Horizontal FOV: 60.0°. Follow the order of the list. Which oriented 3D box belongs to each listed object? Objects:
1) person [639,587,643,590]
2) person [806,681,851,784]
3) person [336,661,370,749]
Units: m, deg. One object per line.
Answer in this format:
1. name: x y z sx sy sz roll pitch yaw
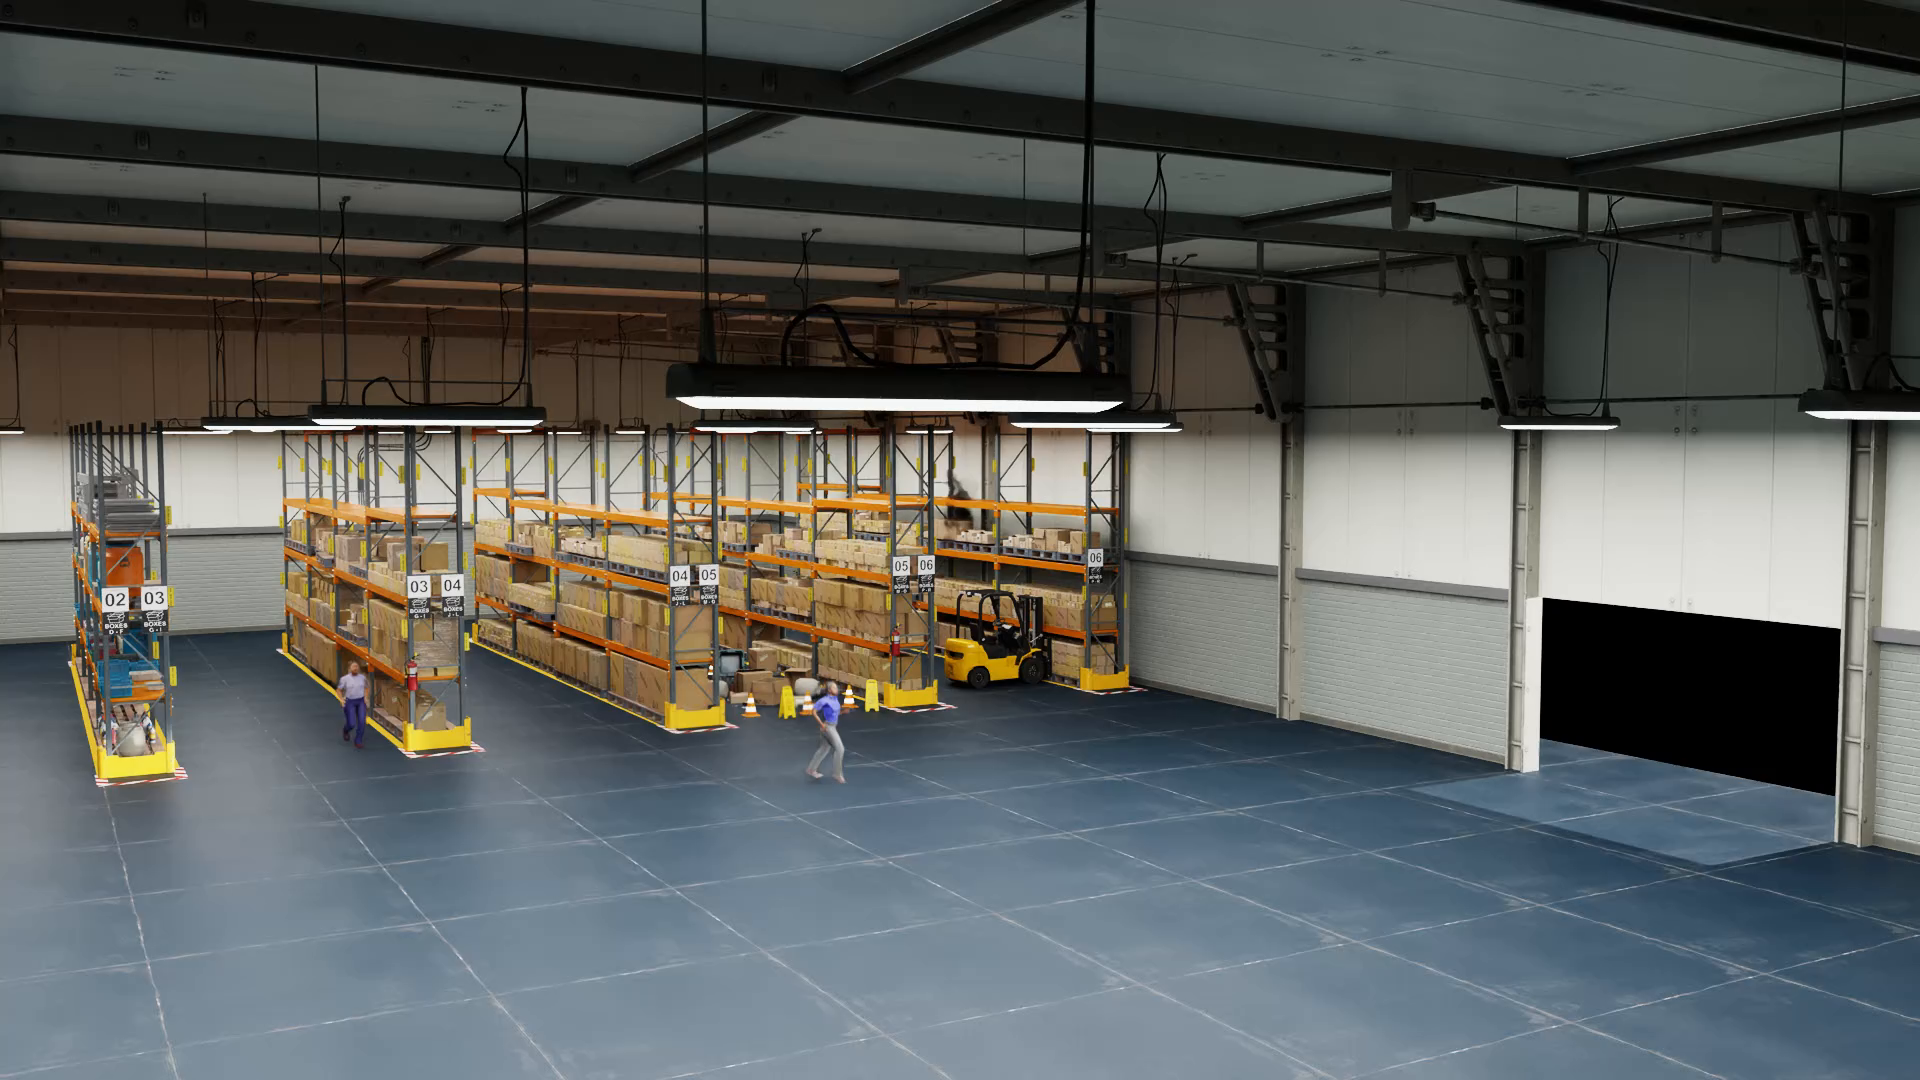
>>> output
1. person: -9.554 1.743 50.535 0.871 1.726 0.774 0 4 -5
2. person: -2.195 3.202 27.658 0.766 1.724 0.549 0 4 8
3. person: -11.151 3.041 30.645 0.597 1.567 0.562 -2 4 -34
